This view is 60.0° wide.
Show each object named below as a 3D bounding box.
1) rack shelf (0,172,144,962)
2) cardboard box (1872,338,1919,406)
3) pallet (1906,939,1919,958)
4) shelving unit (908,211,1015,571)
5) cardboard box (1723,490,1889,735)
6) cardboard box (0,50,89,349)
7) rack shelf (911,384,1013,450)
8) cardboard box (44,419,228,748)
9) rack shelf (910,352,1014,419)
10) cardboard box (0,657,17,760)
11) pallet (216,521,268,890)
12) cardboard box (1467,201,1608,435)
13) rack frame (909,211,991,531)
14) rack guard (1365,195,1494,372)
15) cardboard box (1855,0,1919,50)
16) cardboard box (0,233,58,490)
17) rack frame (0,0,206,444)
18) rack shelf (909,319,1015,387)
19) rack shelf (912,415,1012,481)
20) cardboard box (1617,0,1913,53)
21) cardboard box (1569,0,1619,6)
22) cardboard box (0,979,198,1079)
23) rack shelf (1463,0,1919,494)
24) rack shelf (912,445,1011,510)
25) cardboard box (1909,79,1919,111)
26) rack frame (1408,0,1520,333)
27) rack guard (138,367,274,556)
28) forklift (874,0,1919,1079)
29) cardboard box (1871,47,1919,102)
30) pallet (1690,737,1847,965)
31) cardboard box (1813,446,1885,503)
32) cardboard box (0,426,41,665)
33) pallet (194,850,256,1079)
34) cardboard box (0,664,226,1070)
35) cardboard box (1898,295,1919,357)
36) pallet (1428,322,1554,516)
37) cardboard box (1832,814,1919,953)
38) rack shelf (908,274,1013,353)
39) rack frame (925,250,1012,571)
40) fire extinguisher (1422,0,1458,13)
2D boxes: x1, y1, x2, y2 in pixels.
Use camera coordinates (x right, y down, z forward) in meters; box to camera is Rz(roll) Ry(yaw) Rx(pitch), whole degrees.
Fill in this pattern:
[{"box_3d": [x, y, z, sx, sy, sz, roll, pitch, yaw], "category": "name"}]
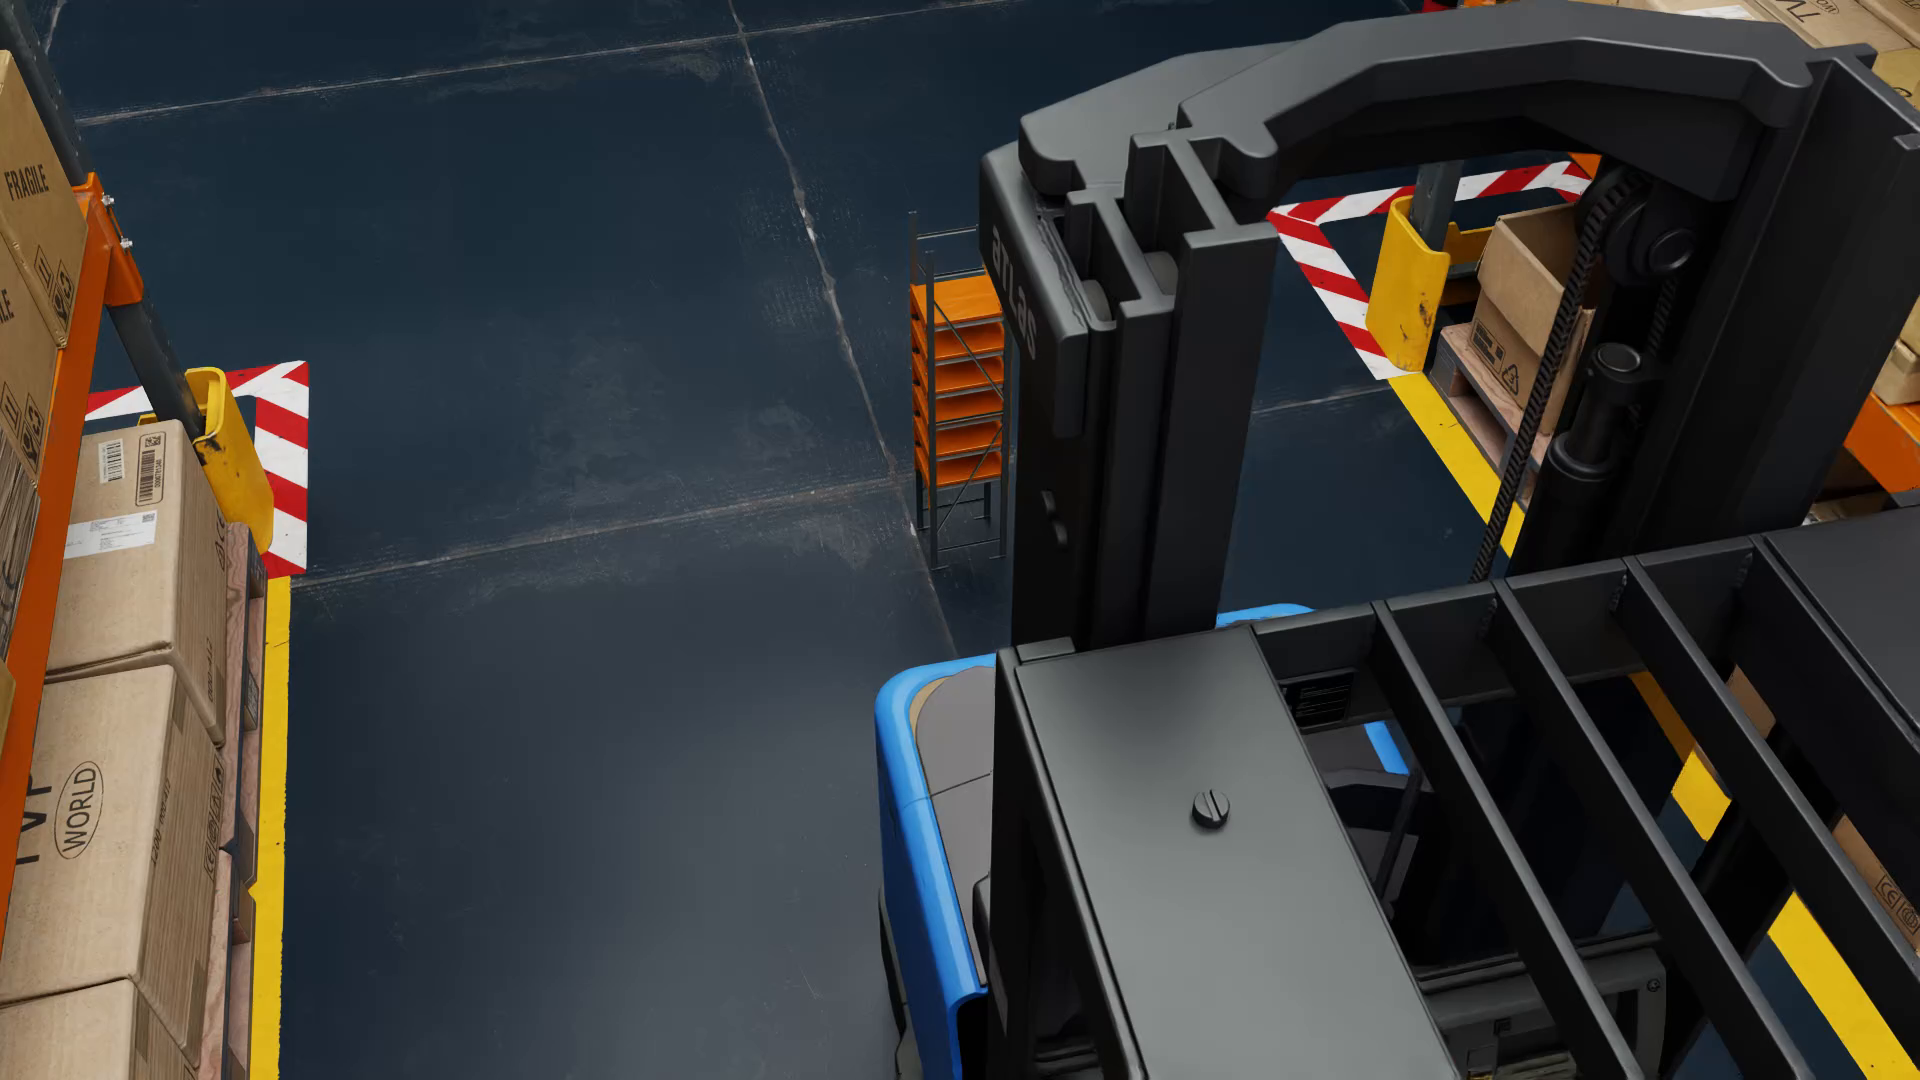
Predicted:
[{"box_3d": [-2.245, 0.637, 3.029, 1.077, 0.370, 4.000, -11, 47, -10], "category": "rack shelf"}, {"box_3d": [2.228, -0.464, 3.781, 0.380, 0.149, 0.250, -10, 46, -9], "category": "cardboard box"}, {"box_3d": [2.890, 1.358, 3.772, 1.003, 0.211, 1.213, -11, 47, -10], "category": "pallet"}, {"box_3d": [0.004, -0.410, 4.812, 0.258, 1.200, 0.189, -11, 47, -10], "category": "shelving unit"}, {"box_3d": [2.326, 0.242, 4.368, 0.500, 0.500, 0.500, -10, 46, -10], "category": "cardboard box"}, {"box_3d": [-2.377, -0.746, 3.811, 0.500, 0.500, 0.500, -10, 47, -10], "category": "cardboard box"}, {"box_3d": [0.004, -0.379, 4.843, 0.258, 0.103, 0.180, -11, 47, -10], "category": "rack shelf"}, {"box_3d": [-2.491, 0.192, 4.462, 0.875, 0.438, 0.875, -12, 47, -12], "category": "cardboard box"}, {"box_3d": [0.004, -0.463, 4.758, 0.258, 0.103, 0.180, -11, 47, -10], "category": "rack shelf"}, {"box_3d": [-1.977, 0.311, 2.775, 0.500, 0.500, 0.500, -9, 46, -9], "category": "cardboard box"}, {"box_3d": [-2.476, 0.518, 4.594, 1.003, 0.211, 1.213, -11, 47, -10], "category": "pallet"}, {"box_3d": [2.106, -0.739, 5.328, 0.797, 0.503, 0.637, -12, 47, -12], "category": "cardboard box"}, {"box_3d": [-0.020, -0.473, 4.874, 0.240, 1.200, 0.006, -11, 47, -10], "category": "rack frame"}, {"box_3d": [2.060, -0.978, 5.859, 1.175, 0.500, 0.348, -11, 47, -10], "category": "rack guard"}, {"box_3d": [2.546, -1.332, 4.352, 0.500, 0.250, 0.500, -11, 47, -10], "category": "cardboard box"}, {"box_3d": [-2.263, -0.397, 3.469, 0.500, 0.500, 0.500, -12, 47, -11], "category": "cardboard box"}, {"box_3d": [-2.757, -0.996, 4.125, 1.000, 3.000, 0.127, -11, 47, -10], "category": "rack frame"}, {"box_3d": [0.004, -0.547, 4.672, 0.258, 0.103, 0.180, -11, 47, -10], "category": "rack shelf"}, {"box_3d": [0.004, -0.295, 4.929, 0.258, 0.103, 0.180, -11, 47, -10], "category": "rack shelf"}, {"box_3d": [2.026, -1.247, 4.268, 0.500, 0.250, 0.500, -10, 46, -10], "category": "cardboard box"}, {"box_3d": [1.896, -1.595, 4.609, 0.500, 0.250, 0.500, -10, 47, -10], "category": "cardboard box"}, {"box_3d": [-2.019, 1.445, 3.234, 0.875, 0.438, 0.875, -12, 47, -11], "category": "cardboard box"}, {"box_3d": [2.553, -0.273, 3.921, 1.077, 0.370, 4.000, -11, 47, -10], "category": "rack shelf"}, {"box_3d": [0.004, -0.211, 5.015, 0.258, 0.103, 0.180, -11, 47, -10], "category": "rack shelf"}, {"box_3d": [2.281, -0.822, 3.327, 0.500, 0.500, 0.500, -10, 46, -9], "category": "cardboard box"}, {"box_3d": [2.041, -1.906, 5.017, 1.000, 3.000, 0.127, -11, 47, -10], "category": "rack frame"}, {"box_3d": [-2.763, -0.137, 5.034, 1.175, 0.500, 0.348, -11, 47, -10], "category": "rack guard"}, {"box_3d": [0.632, 0.955, 2.262, 1.130, 2.935, 3.031, -9, 46, -9], "category": "forklift"}, {"box_3d": [2.159, -0.897, 3.926, 0.500, 0.250, 0.500, -12, 47, -11], "category": "cardboard box"}, {"box_3d": [2.574, 0.514, 4.599, 1.003, 0.211, 1.213, -11, 47, -10], "category": "pallet"}, {"box_3d": [2.287, -0.141, 4.744, 0.700, 0.500, 0.500, -9, 46, -9], "category": "cardboard box"}, {"box_3d": [-2.122, -0.043, 3.122, 0.500, 0.500, 0.500, -9, 46, -9], "category": "cardboard box"}, {"box_3d": [-2.168, 1.359, 3.771, 1.003, 0.211, 1.213, -11, 47, -10], "category": "pallet"}, {"box_3d": [-2.249, 0.822, 3.844, 0.875, 0.438, 0.875, -10, 46, -9], "category": "cardboard box"}, {"box_3d": [2.310, -0.548, 3.584, 0.500, 0.250, 0.500, -12, 47, -11], "category": "cardboard box"}, {"box_3d": [2.265, -0.327, 5.423, 1.003, 0.211, 1.213, -11, 47, -10], "category": "pallet"}, {"box_3d": [2.553, 0.576, 4.042, 0.700, 0.500, 0.500, -12, 47, -12], "category": "cardboard box"}, {"box_3d": [0.004, -0.631, 4.586, 0.258, 0.103, 0.180, -11, 47, -10], "category": "rack shelf"}, {"box_3d": [0.027, -0.347, 4.750, 0.240, 1.200, 0.006, -11, 47, -10], "category": "rack frame"}, {"box_3d": [1.556, -1.765, 5.195, 0.296, 0.674, 0.183, -11, 47, -10], "category": "fire extinguisher"}]
